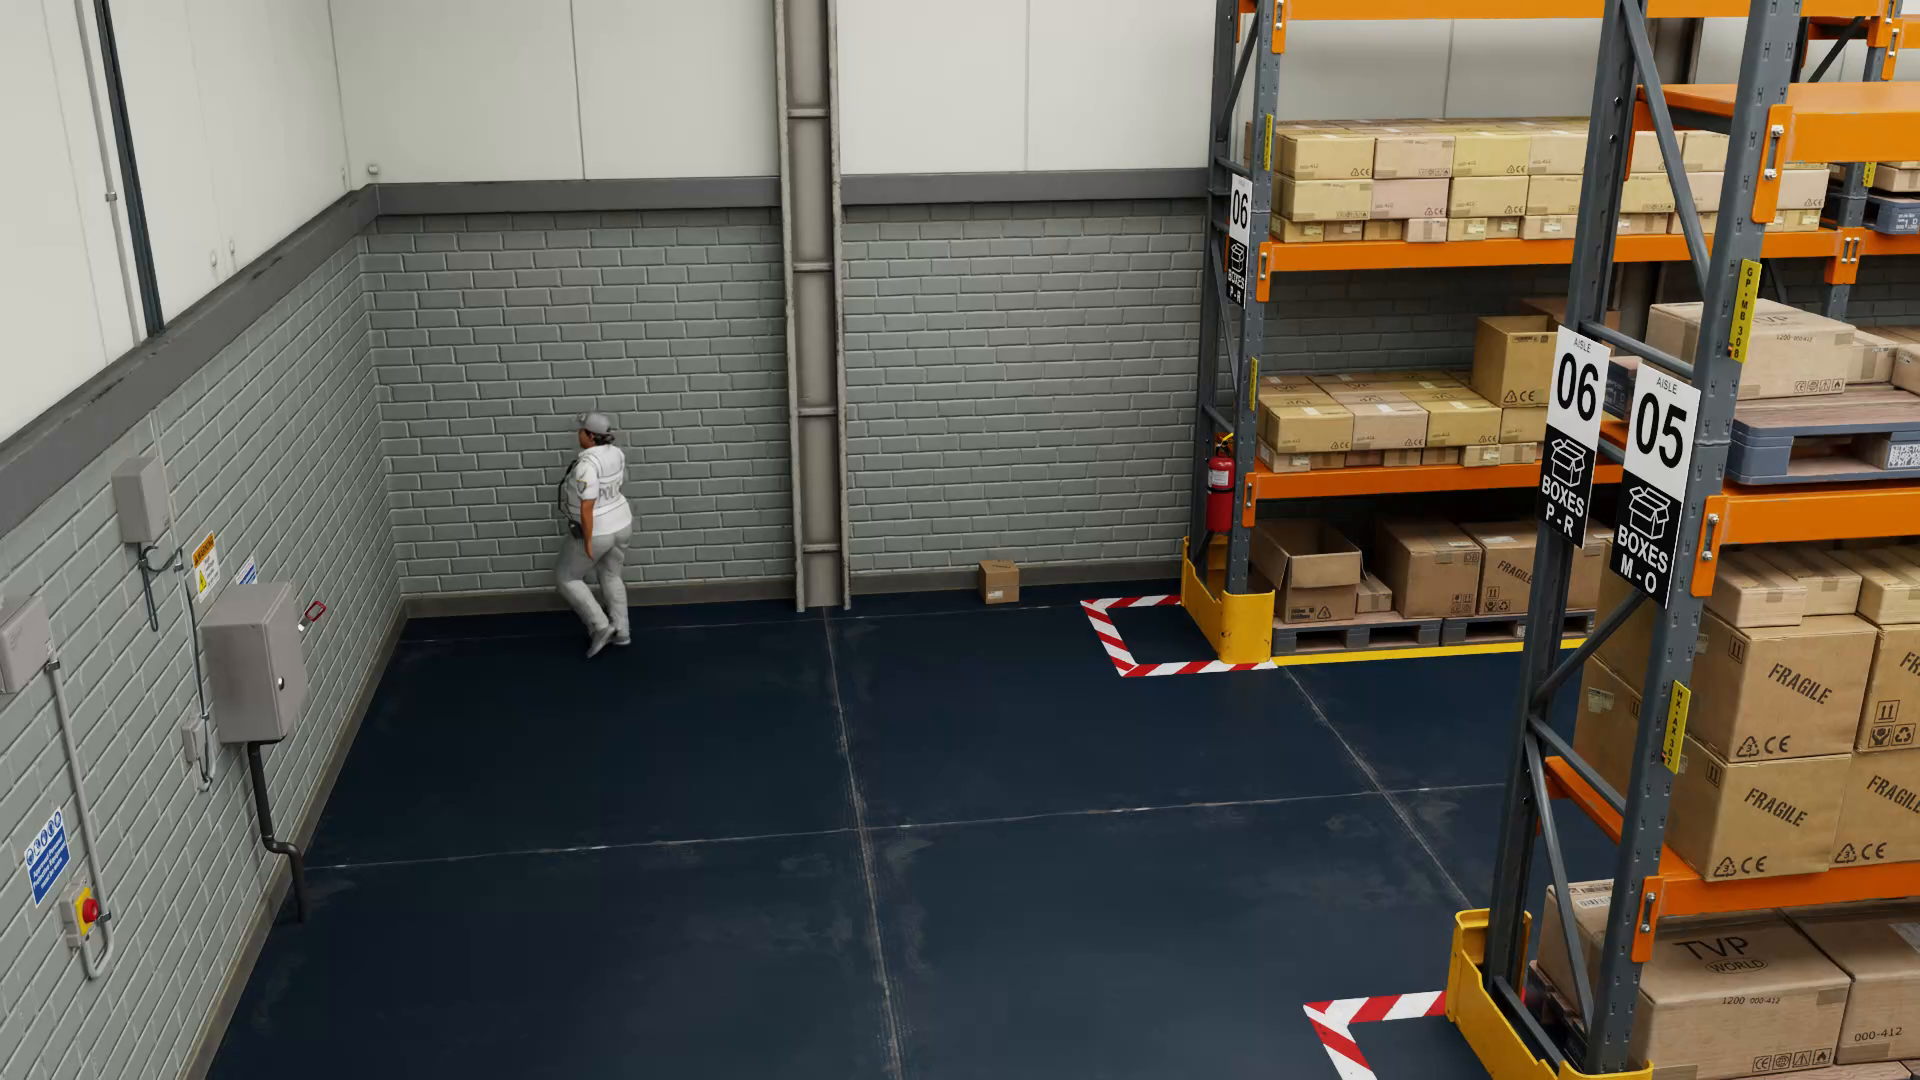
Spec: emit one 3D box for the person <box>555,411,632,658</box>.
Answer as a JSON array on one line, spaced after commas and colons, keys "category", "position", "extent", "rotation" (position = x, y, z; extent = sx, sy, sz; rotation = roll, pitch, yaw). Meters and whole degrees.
[{"category": "person", "position": [-2.450, -0.047, 11.179], "extent": [0.445, 1.686, 0.481], "rotation": [9, 22, 24]}]
